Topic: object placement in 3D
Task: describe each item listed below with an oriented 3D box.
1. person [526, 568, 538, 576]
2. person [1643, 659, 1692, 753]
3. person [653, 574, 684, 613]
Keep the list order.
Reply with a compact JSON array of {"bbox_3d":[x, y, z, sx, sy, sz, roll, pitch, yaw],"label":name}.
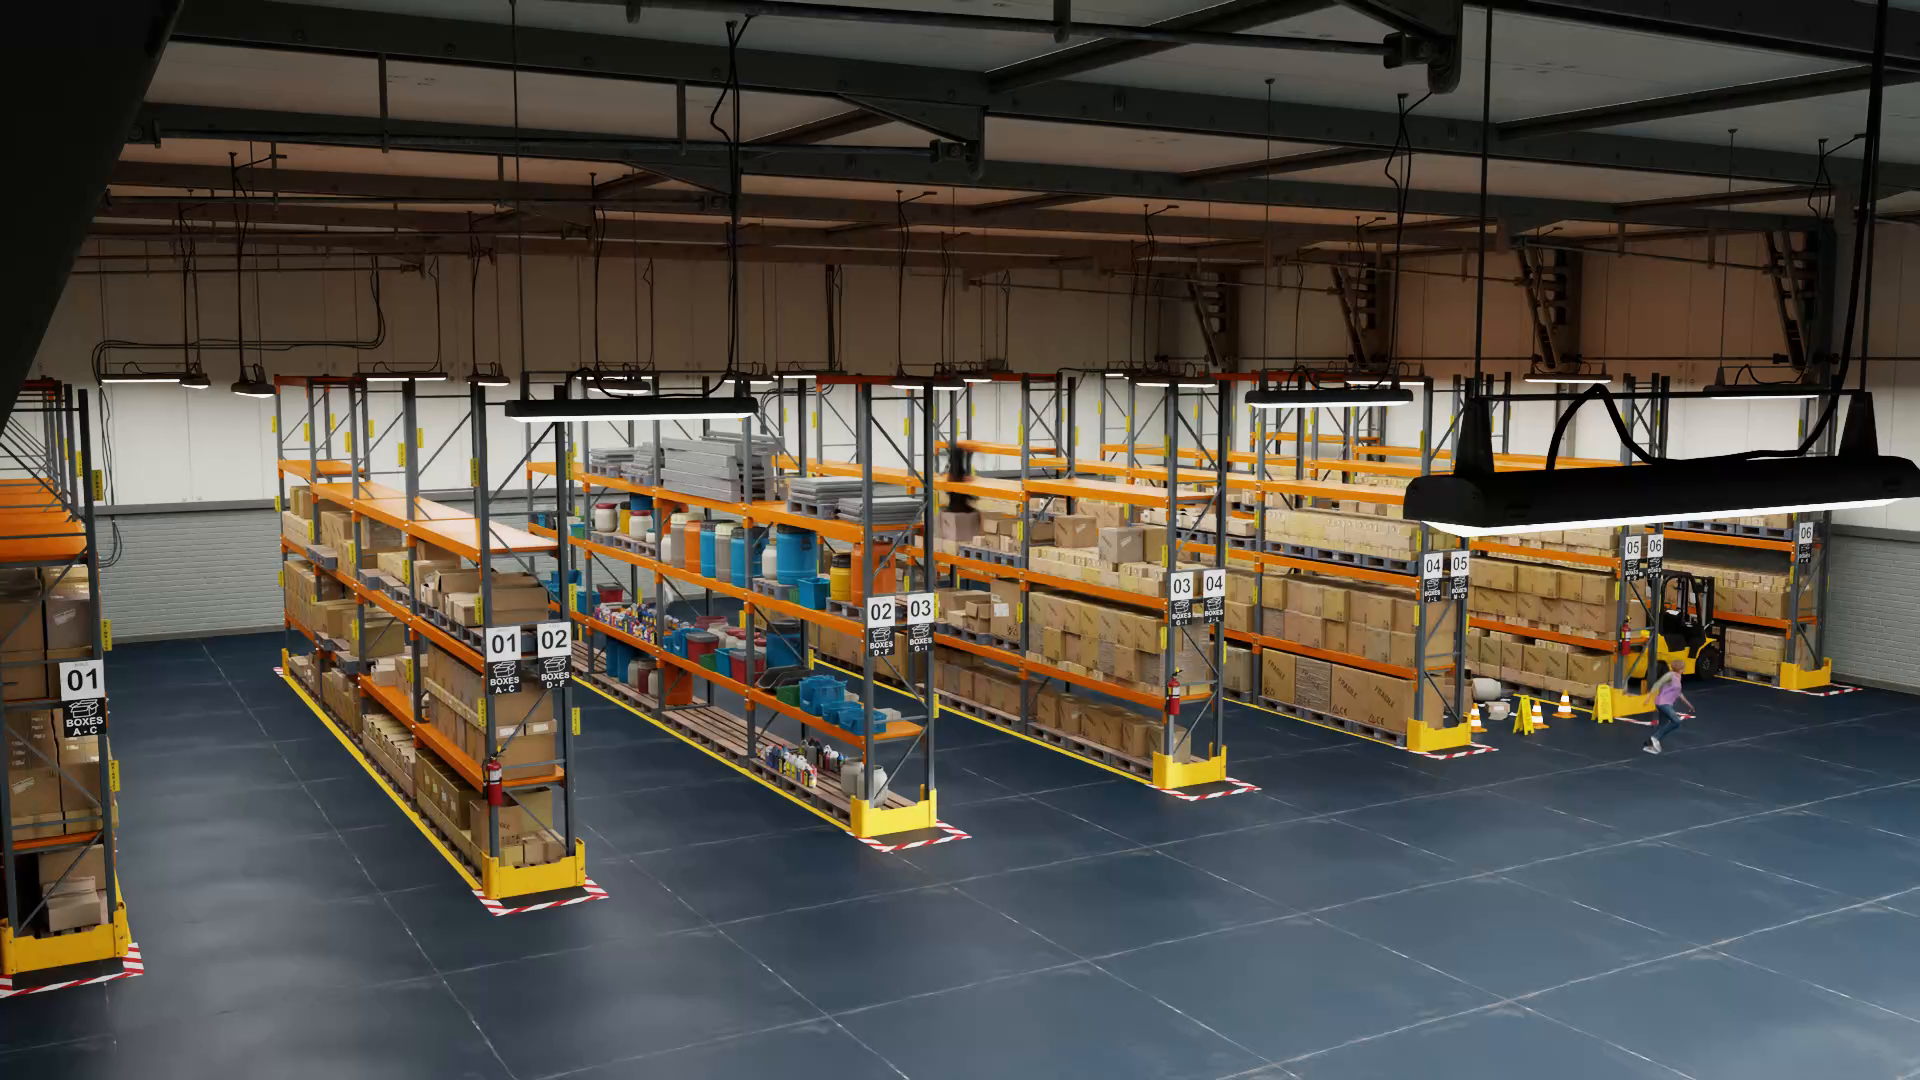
[{"bbox_3d":[-9.853,1.433,37.536,0.802,1.606,0.636,-1,6,-12],"label":"person"},{"bbox_3d":[11.344,2.657,26.636,0.694,1.525,0.520,4,8,35],"label":"person"},{"bbox_3d":[-7.047,1.141,40.066,0.621,1.627,0.593,2,7,21],"label":"person"}]
